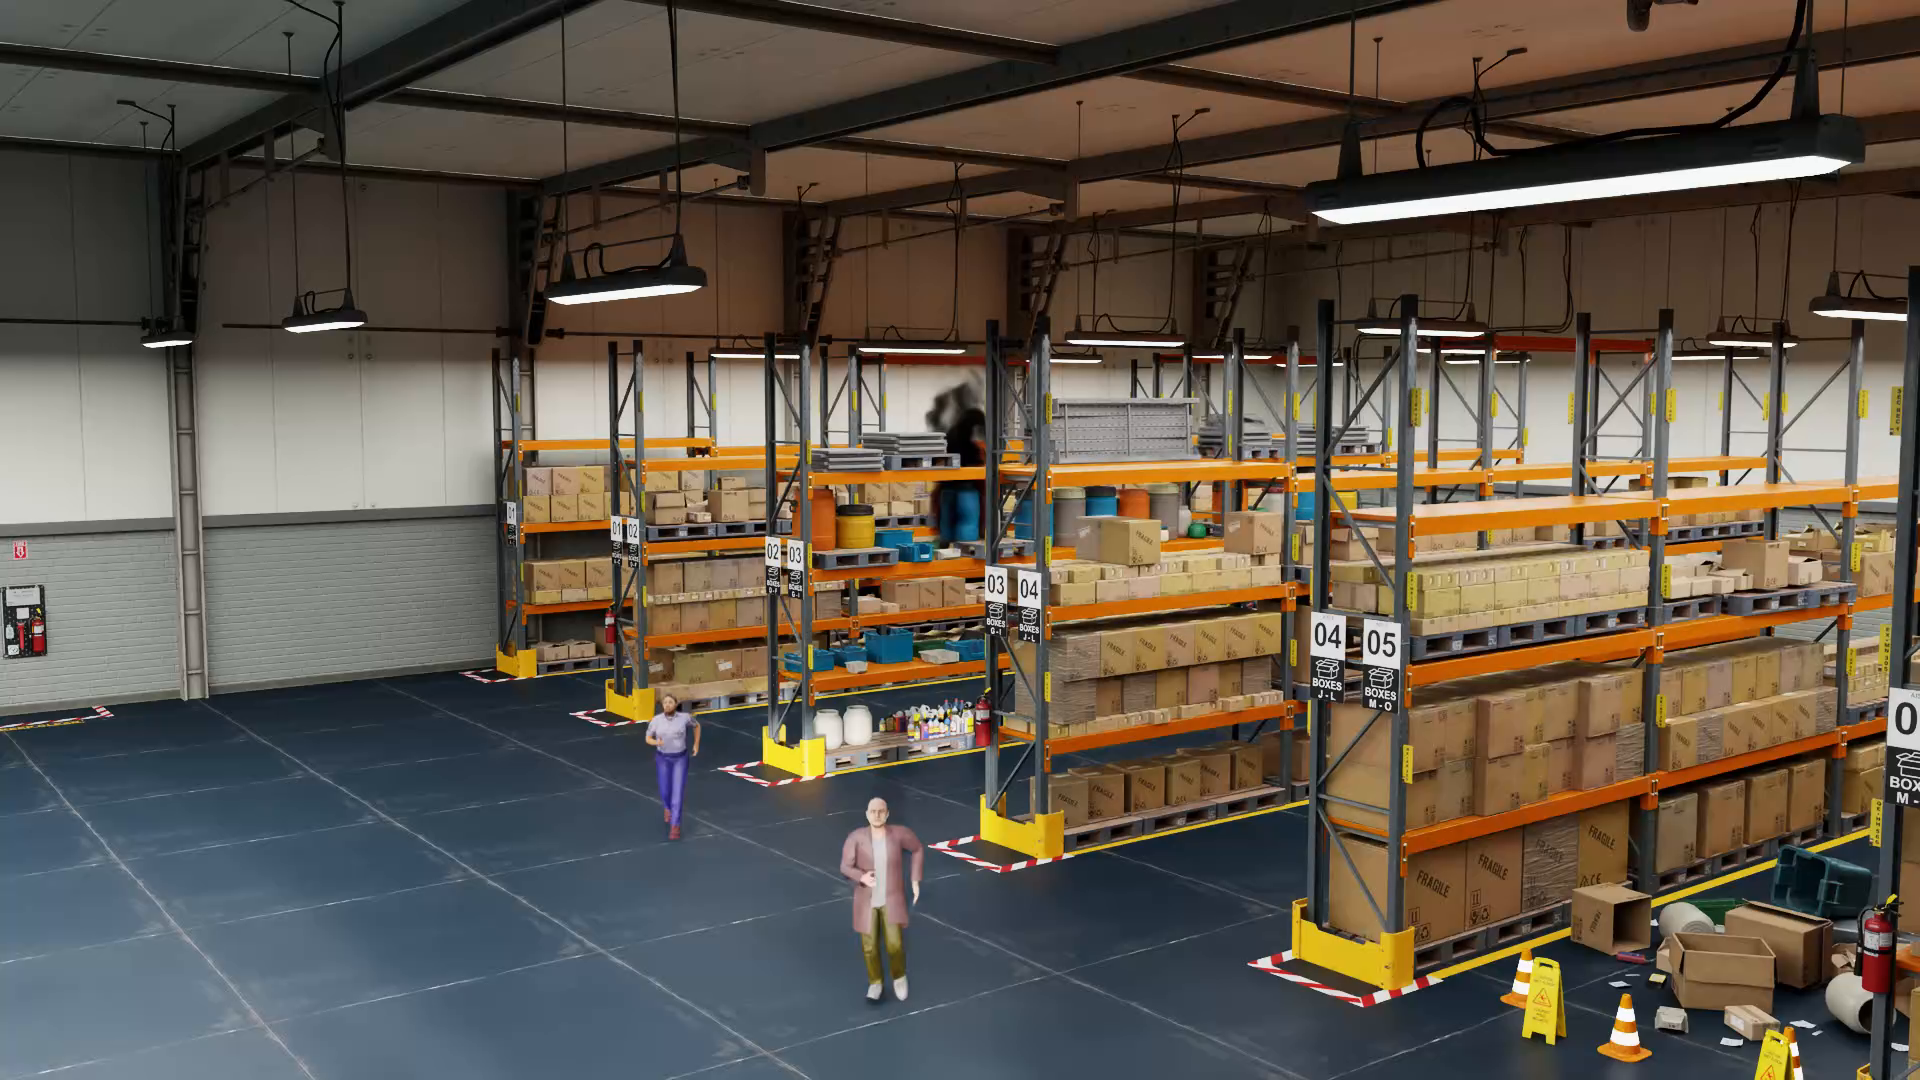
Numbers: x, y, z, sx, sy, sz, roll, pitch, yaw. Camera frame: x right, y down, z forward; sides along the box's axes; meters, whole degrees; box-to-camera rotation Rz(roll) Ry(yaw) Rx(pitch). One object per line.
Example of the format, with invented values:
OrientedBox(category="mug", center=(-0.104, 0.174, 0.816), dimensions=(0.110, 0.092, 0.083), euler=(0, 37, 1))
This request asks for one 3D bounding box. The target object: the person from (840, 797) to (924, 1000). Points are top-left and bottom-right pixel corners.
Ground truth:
OrientedBox(category="person", center=(-0.662, 3.055, 14.040), dimensions=(0.703, 1.751, 0.722), euler=(0, 5, 0))

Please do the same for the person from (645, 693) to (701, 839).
OrientedBox(category="person", center=(-3.393, 2.616, 19.551), dimensions=(0.613, 1.578, 1.037), euler=(0, 5, 0))
